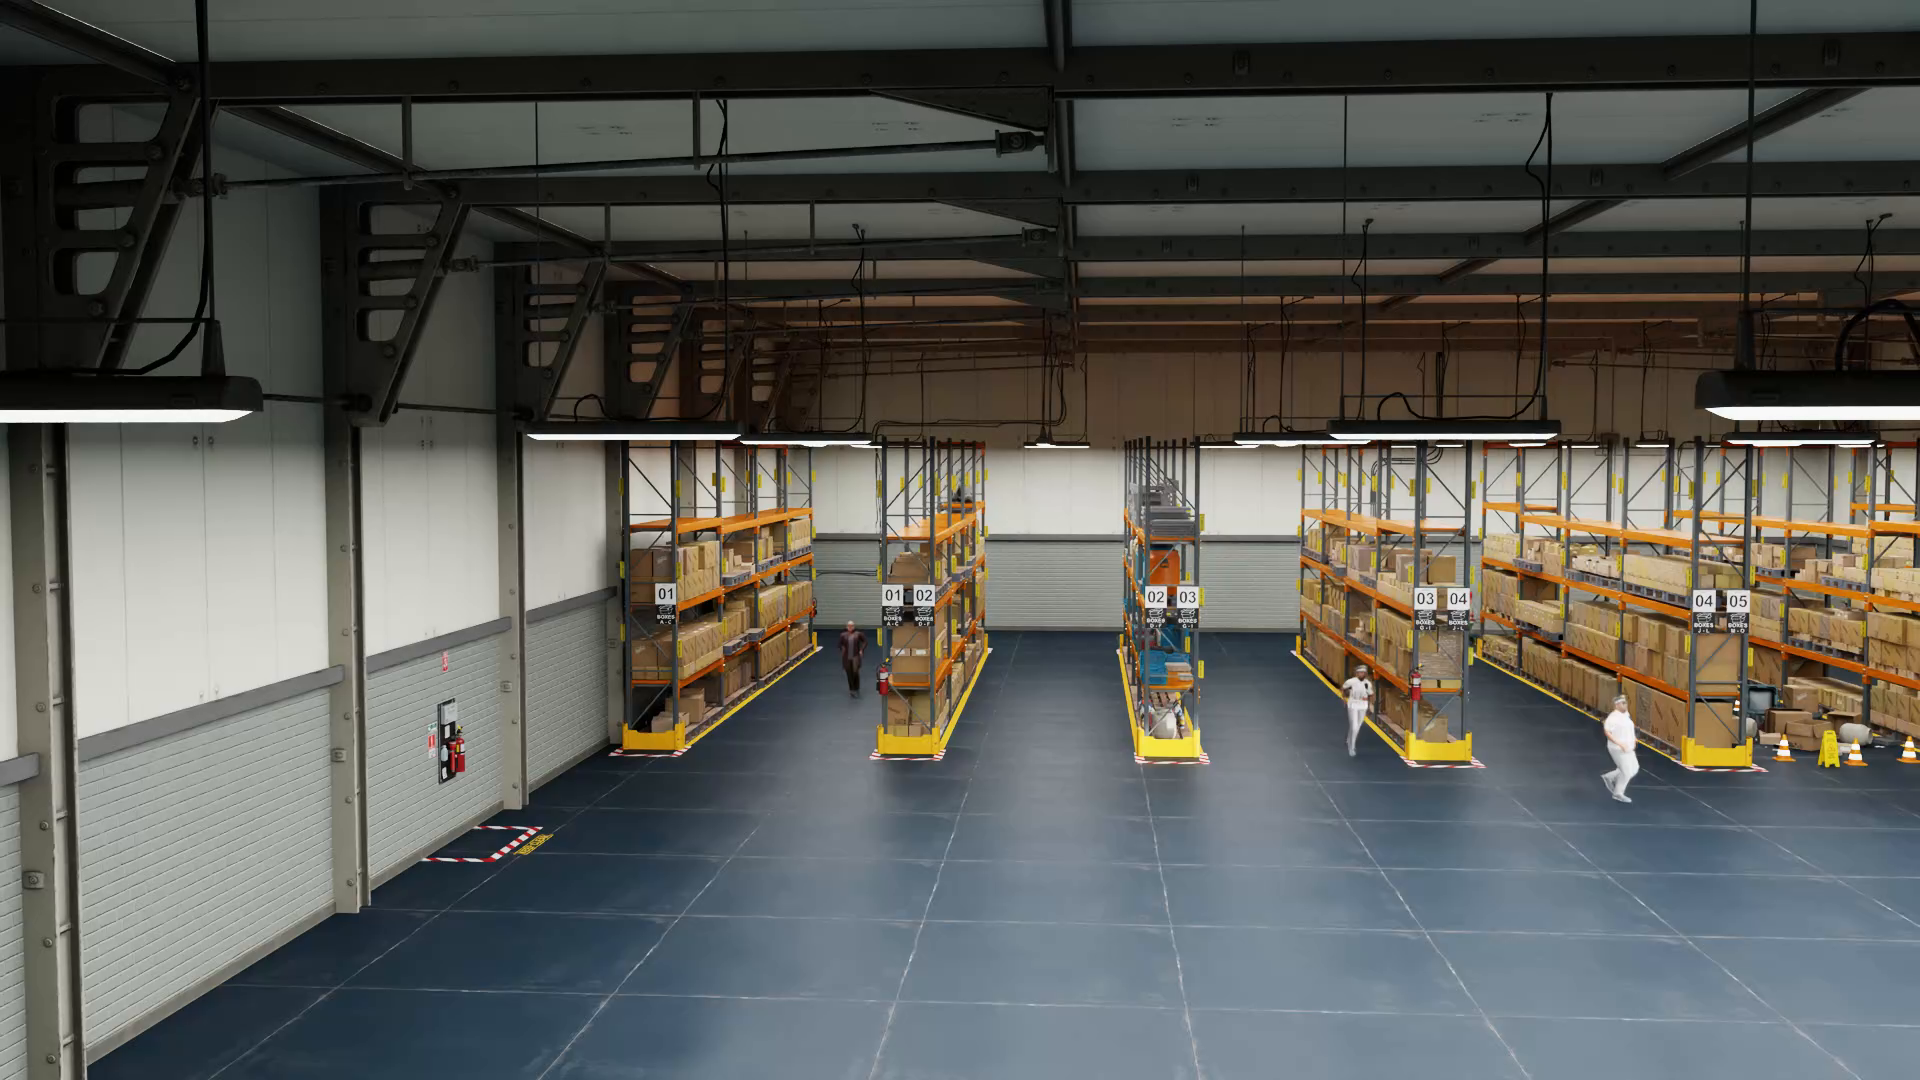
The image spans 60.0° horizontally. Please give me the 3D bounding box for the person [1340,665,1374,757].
[{"bbox_3d":[7.527,3.222,31.487,0.571,1.748,0.724,0,3,-5],"label":"person"}]

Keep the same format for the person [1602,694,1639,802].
[{"bbox_3d":[10.815,3.396,27.310,0.660,1.756,0.566,-3,4,-42],"label":"person"}]

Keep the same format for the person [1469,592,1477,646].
[{"bbox_3d":[14.529,2.316,47.568,0.700,1.706,0.817,0,3,1],"label":"person"}]

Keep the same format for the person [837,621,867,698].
[{"bbox_3d":[-2.518,2.781,38.635,0.681,1.796,0.774,0,3,4],"label":"person"}]
